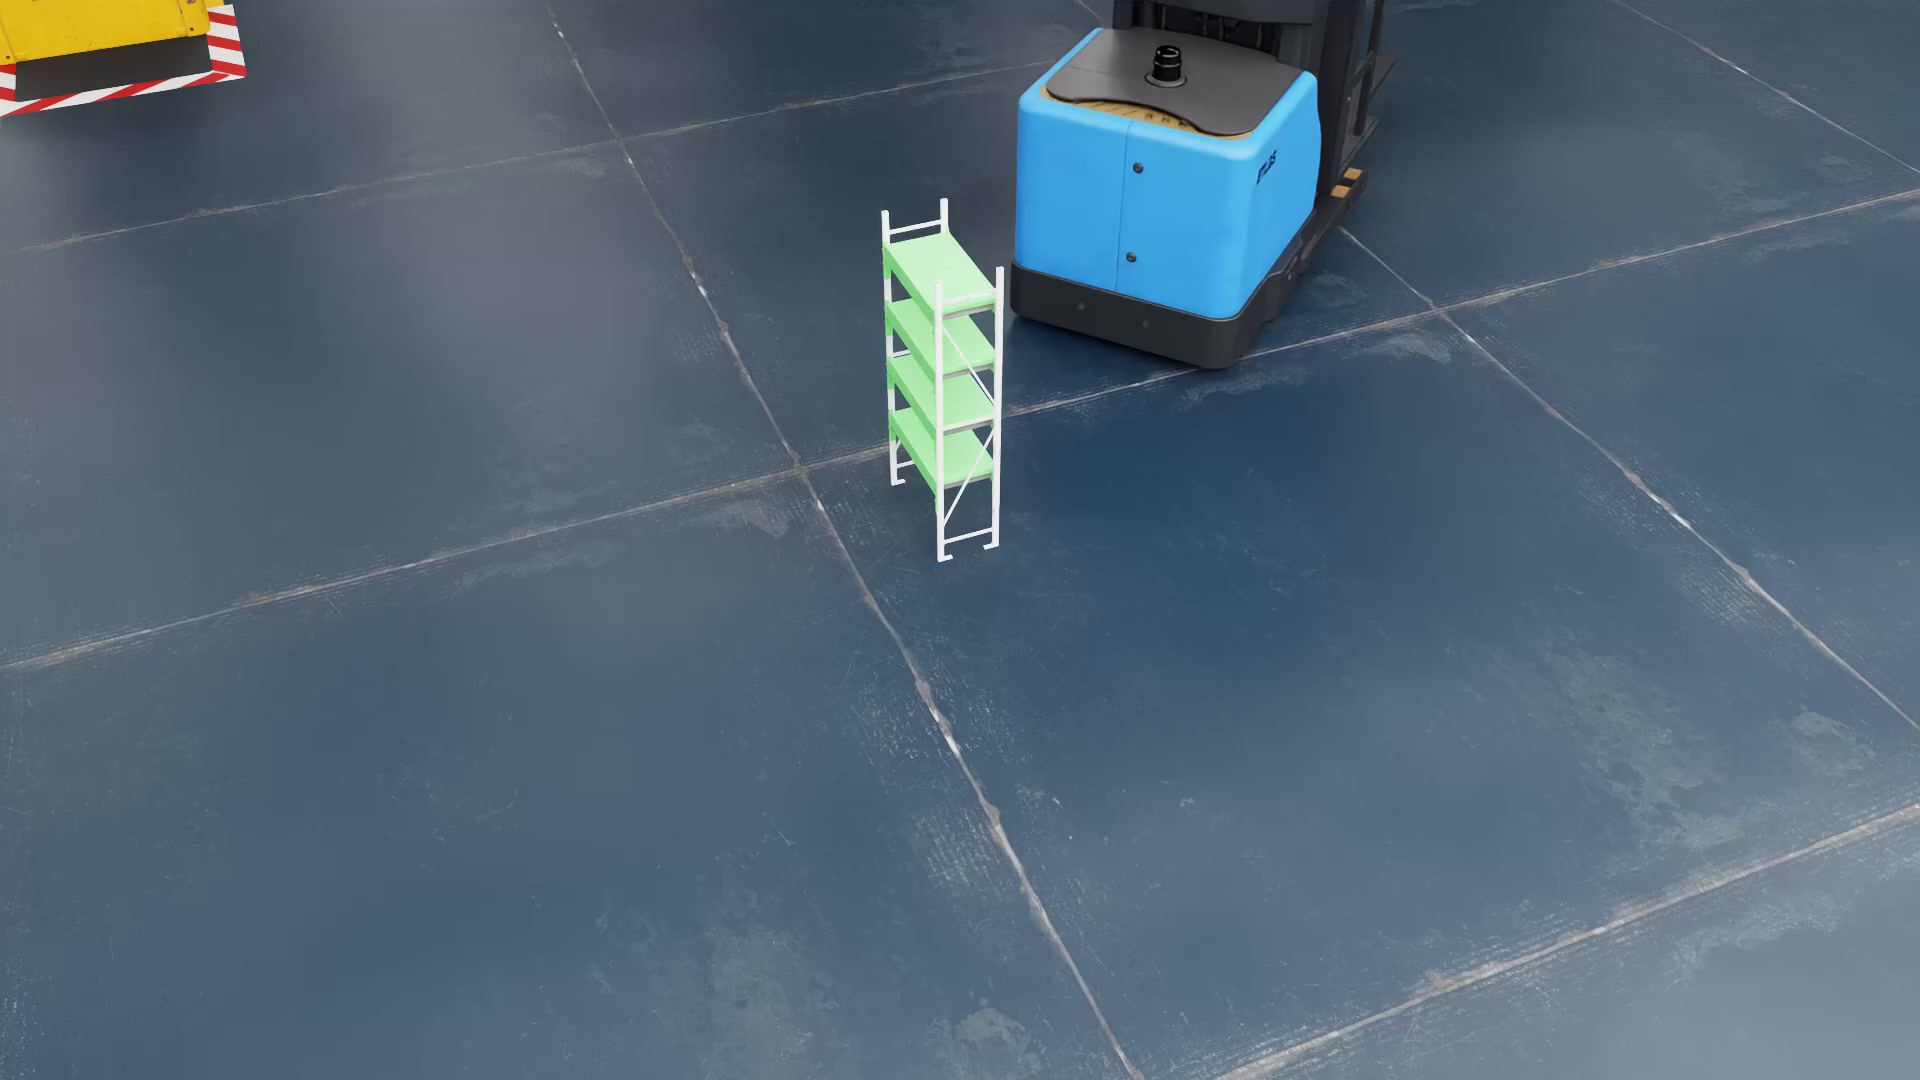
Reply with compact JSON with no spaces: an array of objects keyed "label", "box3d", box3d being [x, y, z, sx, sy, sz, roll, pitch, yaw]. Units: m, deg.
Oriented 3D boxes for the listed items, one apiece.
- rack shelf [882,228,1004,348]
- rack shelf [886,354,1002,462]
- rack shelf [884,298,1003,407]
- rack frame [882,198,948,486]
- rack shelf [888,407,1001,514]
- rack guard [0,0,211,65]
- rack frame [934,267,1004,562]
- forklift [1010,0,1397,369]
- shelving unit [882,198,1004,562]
[{"label":"rack shelf","box3d":[-0.063,-0.870,5.703,0.258,0.148,0.480,-15,43,-17]},{"label":"rack shelf","box3d":[-0.063,-0.506,6.016,0.258,0.148,0.480,-15,43,-17]},{"label":"rack shelf","box3d":[-0.063,-0.688,5.860,0.258,0.148,0.480,-15,43,-17]},{"label":"rack frame","box3d":[-0.157,-0.702,6.146,0.240,1.200,0.015,-15,43,-17]},{"label":"rack shelf","box3d":[-0.063,-0.324,6.173,0.258,0.148,0.480,-15,43,-17]},{"label":"rack guard","box3d":[-4.965,-3.097,9.468,1.175,0.500,0.348,-15,43,-17]},{"label":"rack frame","box3d":[0.030,-0.408,5.804,0.240,1.200,0.015,-15,43,-17]},{"label":"forklift","box3d":[1.350,-2.783,7.238,1.130,2.935,3.031,19,44,21]},{"label":"shelving unit","box3d":[-0.063,-0.555,5.975,0.258,1.200,0.503,-15,43,-17]}]
